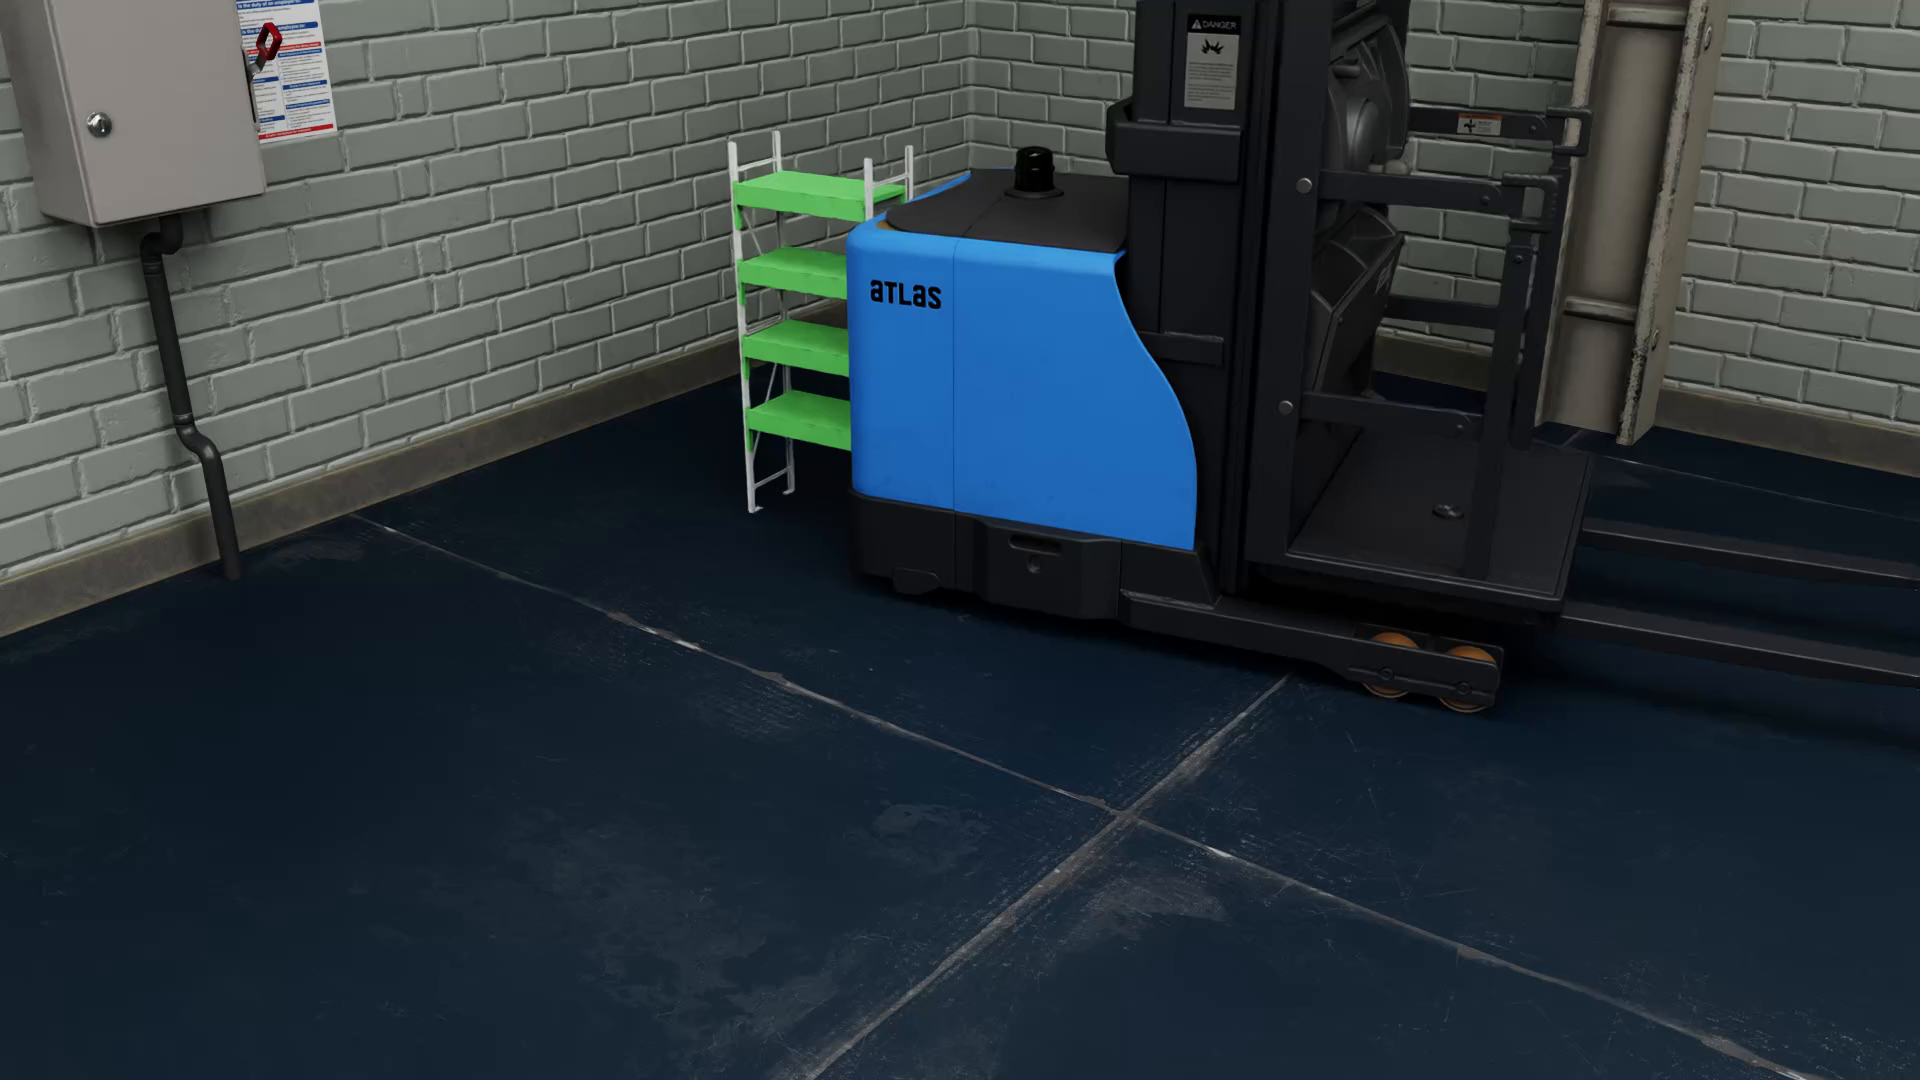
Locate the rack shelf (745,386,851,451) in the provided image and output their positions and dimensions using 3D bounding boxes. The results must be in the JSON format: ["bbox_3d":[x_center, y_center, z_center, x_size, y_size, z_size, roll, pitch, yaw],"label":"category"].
[{"bbox_3d":[-0.416,-0.349,5.309,0.480,0.148,0.258,14,27,28],"label":"rack shelf"}]

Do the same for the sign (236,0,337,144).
[{"bbox_3d":[-2.013,-1.430,4.893,0.001,0.494,0.329,17,29,33],"label":"sign"}]

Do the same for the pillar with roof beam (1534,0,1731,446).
[{"bbox_3d":[-0.219,-3.167,1.278,0.400,9.000,9.100,17,29,33],"label":"pillar with roof beam"}]

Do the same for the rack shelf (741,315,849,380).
[{"bbox_3d":[-0.416,-0.569,5.212,0.480,0.148,0.258,14,27,28],"label":"rack shelf"}]

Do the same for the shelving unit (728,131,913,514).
[{"bbox_3d":[-0.416,-0.627,5.186,0.503,1.200,0.258,14,27,28],"label":"shelving unit"}]

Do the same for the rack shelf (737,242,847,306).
[{"bbox_3d":[-0.416,-0.789,5.115,0.480,0.148,0.258,14,27,28],"label":"rack shelf"}]

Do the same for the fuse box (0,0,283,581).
[{"bbox_3d":[-2.144,-0.674,4.659,0.414,1.711,0.539,17,29,33],"label":"fuse box"}]

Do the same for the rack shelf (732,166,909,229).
[{"bbox_3d":[-0.416,-1.008,5.018,0.480,0.148,0.258,14,27,28],"label":"rack shelf"}]

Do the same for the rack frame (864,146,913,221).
[{"bbox_3d":[-0.207,-0.577,5.072,0.015,1.200,0.240,14,27,28],"label":"rack frame"}]

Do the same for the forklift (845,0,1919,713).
[{"bbox_3d":[1.236,-1.144,4.210,3.031,2.935,1.130,10,26,21],"label":"forklift"}]

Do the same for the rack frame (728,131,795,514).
[{"bbox_3d":[-0.626,-0.678,5.300,0.015,1.200,0.240,14,27,28],"label":"rack frame"}]
